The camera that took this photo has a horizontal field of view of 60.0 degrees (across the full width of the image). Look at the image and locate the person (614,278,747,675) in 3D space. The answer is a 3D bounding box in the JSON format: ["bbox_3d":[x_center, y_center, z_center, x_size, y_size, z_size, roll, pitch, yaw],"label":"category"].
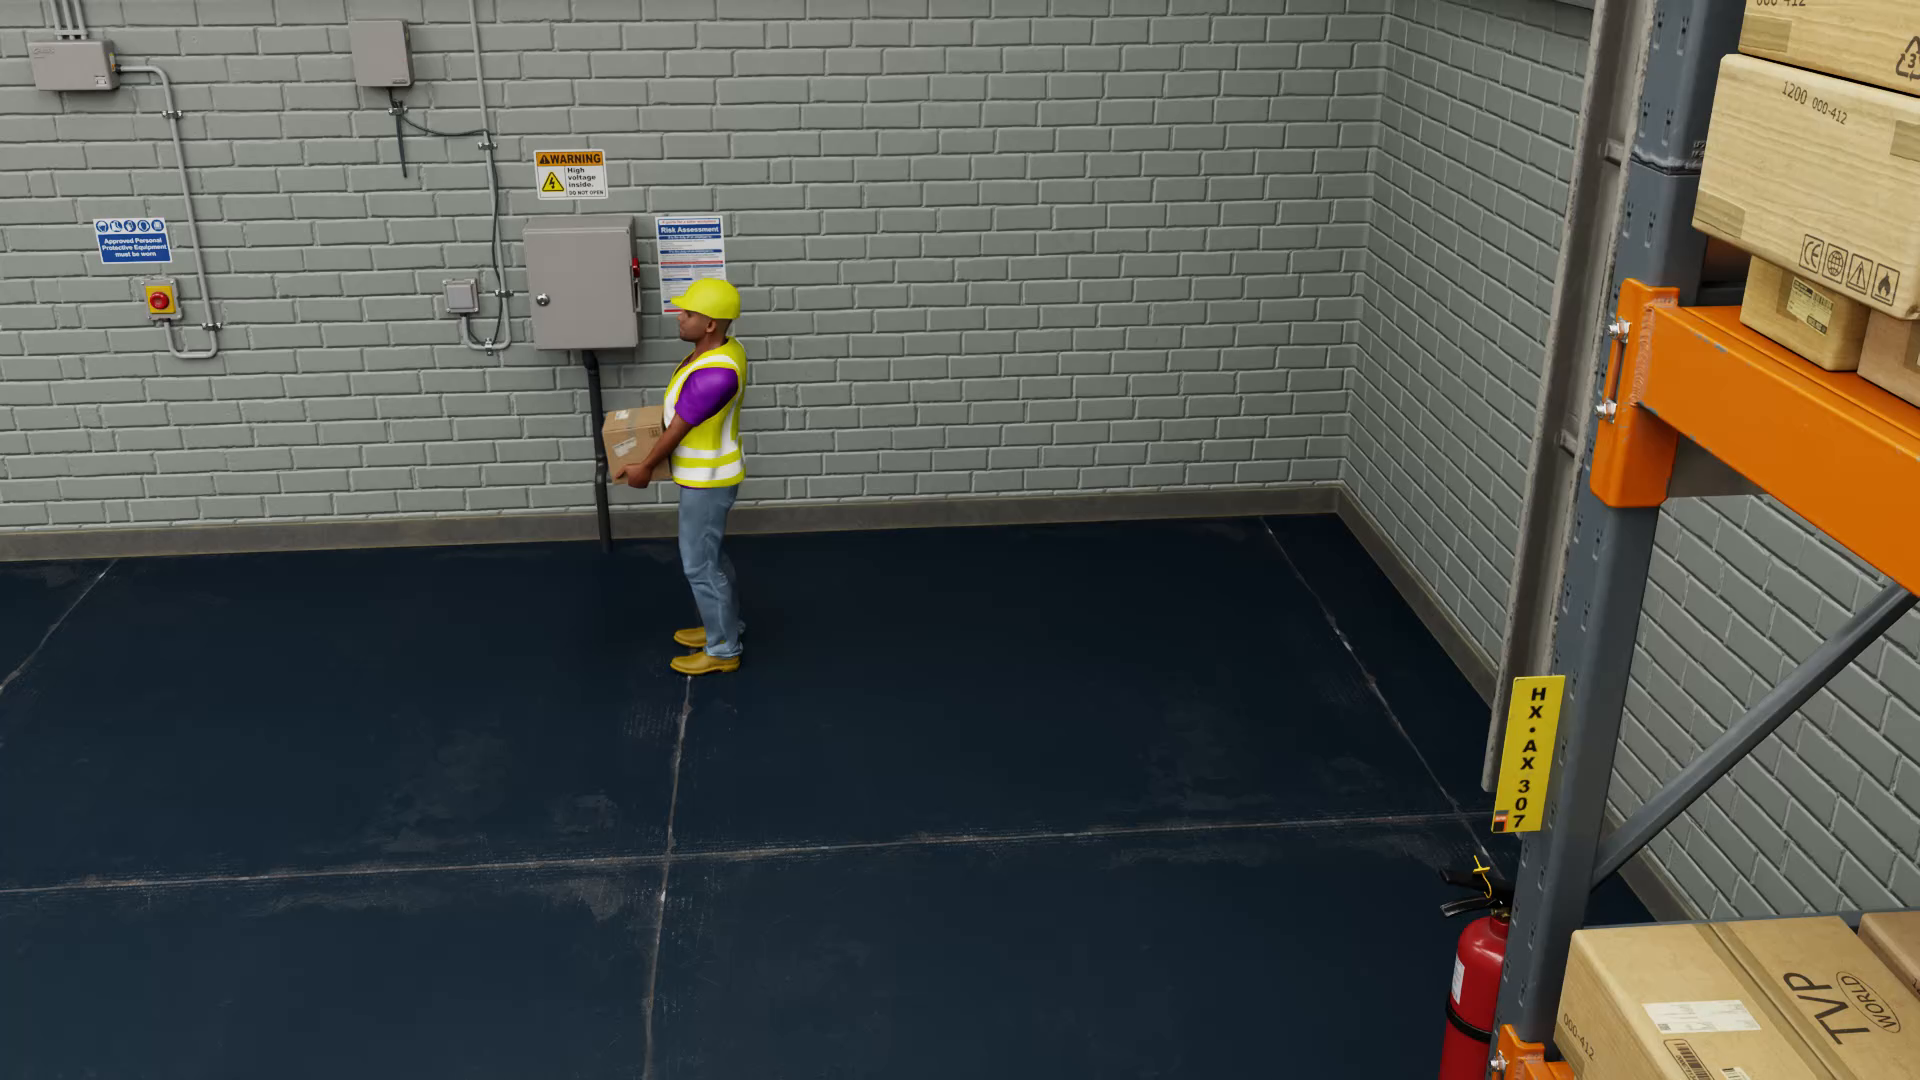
[{"bbox_3d":[-1.189,-0.269,7.194,0.577,1.761,0.502,-2,24,-5],"label":"person"}]
